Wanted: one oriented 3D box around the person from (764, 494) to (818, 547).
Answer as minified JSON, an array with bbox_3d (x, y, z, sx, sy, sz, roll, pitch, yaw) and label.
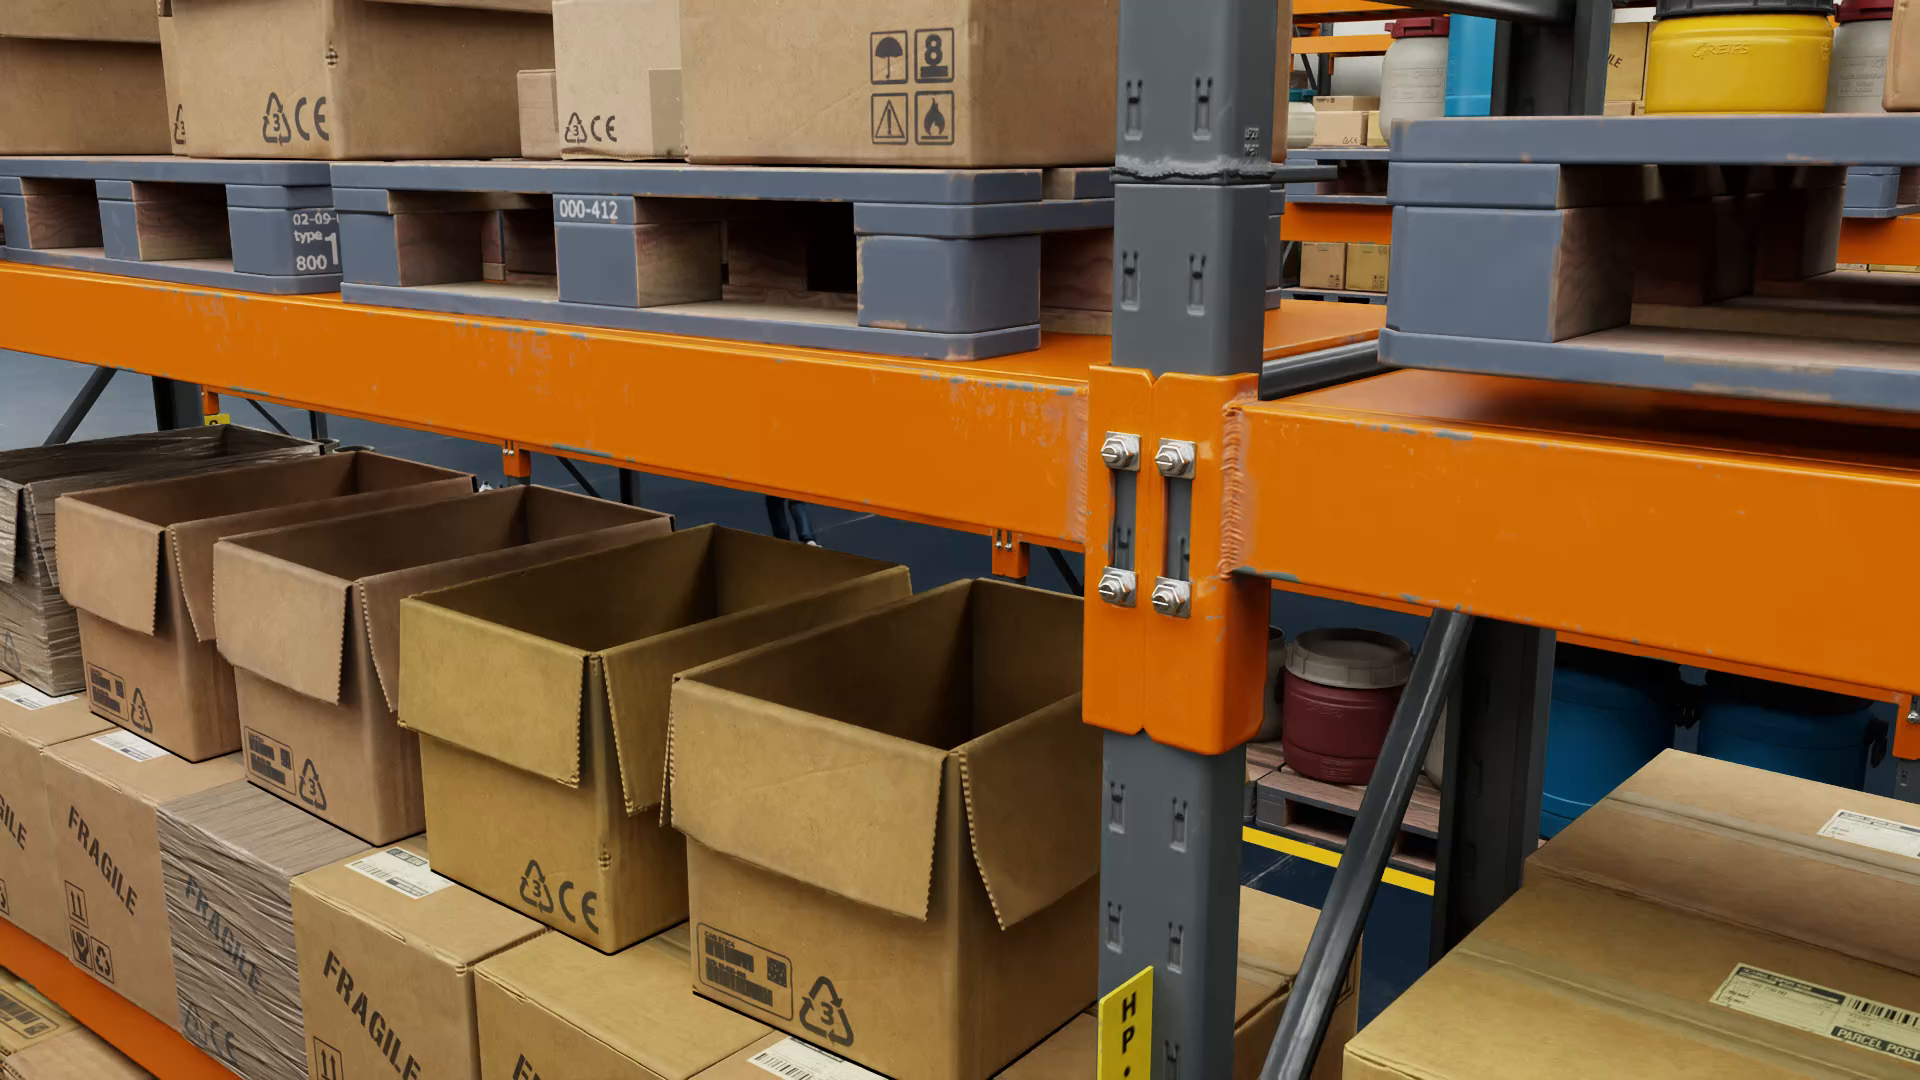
[{"bbox_3d":[-1.211,-0.502,11.670,0.407,1.585,0.466,-7,15,-27],"label":"person"}]
